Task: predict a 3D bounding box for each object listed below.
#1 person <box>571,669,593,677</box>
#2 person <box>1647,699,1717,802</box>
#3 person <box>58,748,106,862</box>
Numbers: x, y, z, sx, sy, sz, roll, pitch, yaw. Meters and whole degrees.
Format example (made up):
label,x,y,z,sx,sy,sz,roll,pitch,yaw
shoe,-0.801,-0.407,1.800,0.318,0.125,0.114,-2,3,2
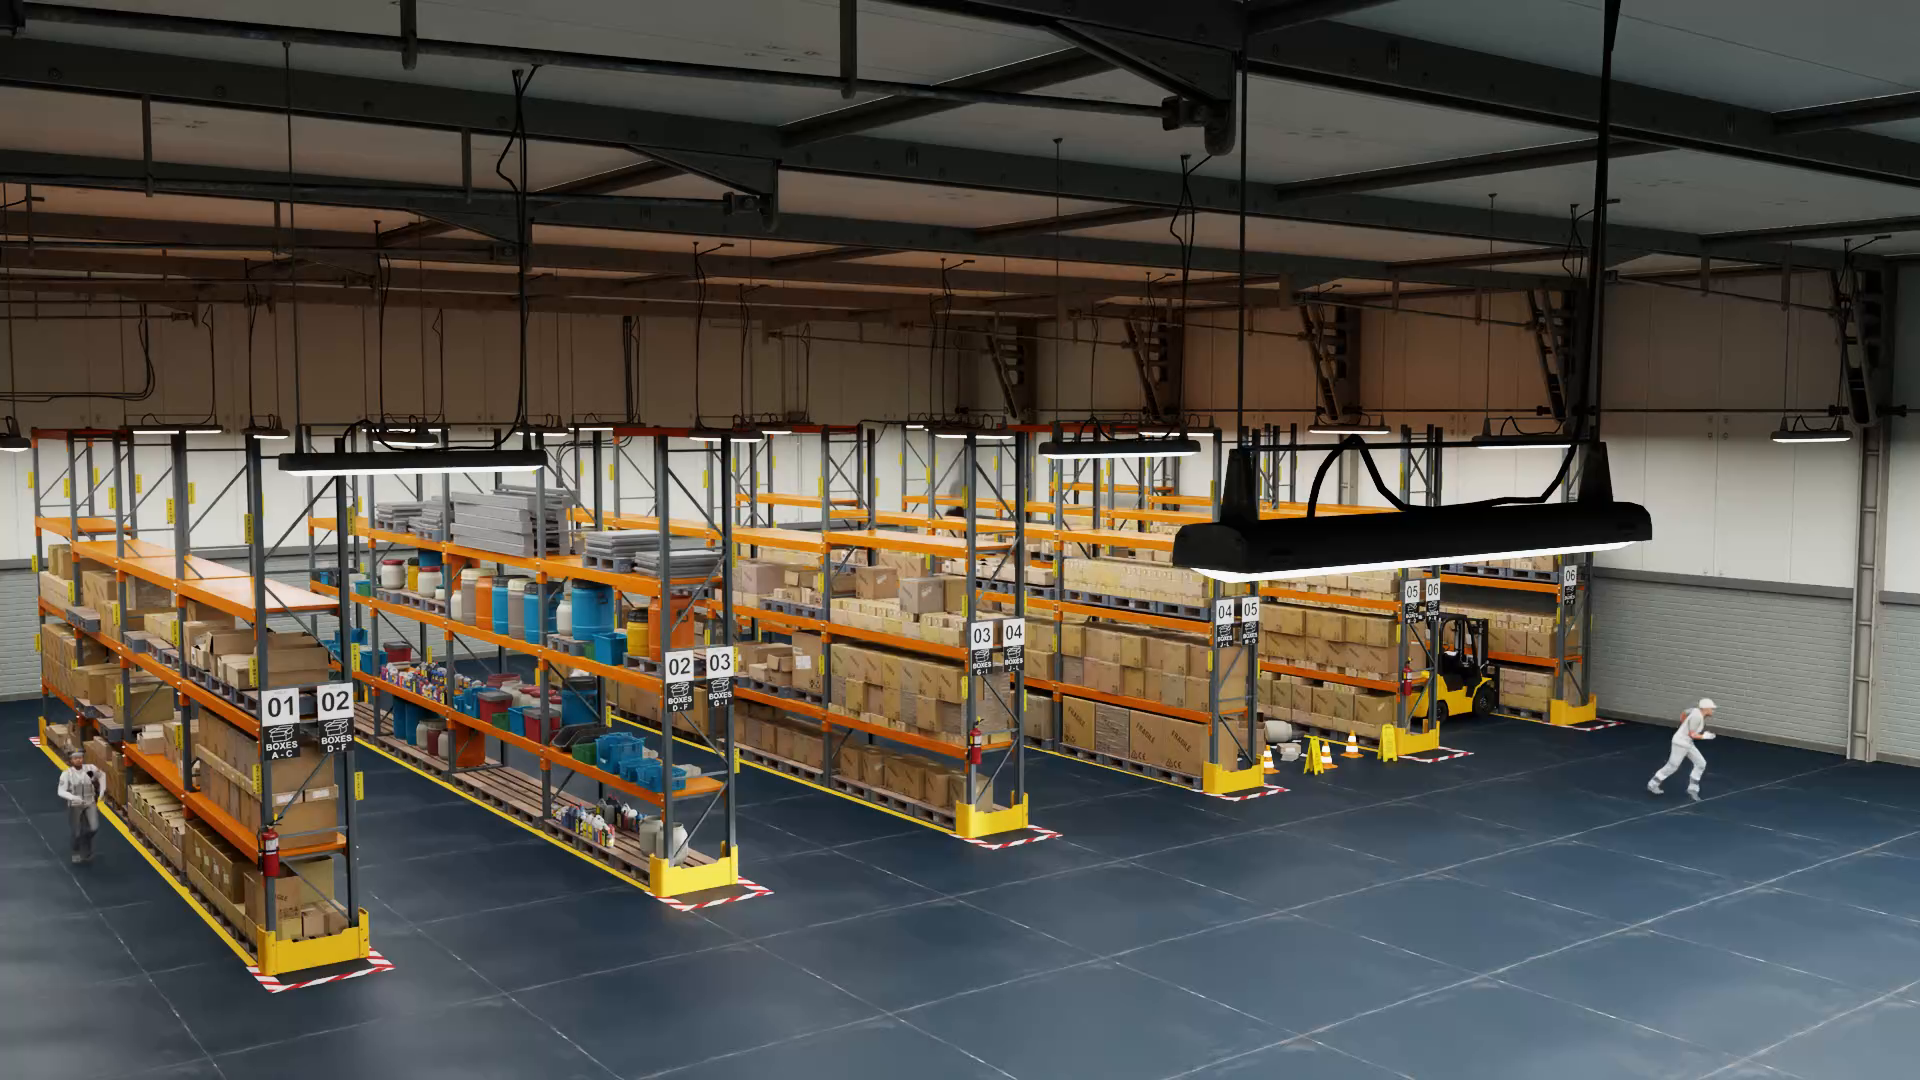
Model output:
label,x,y,z,sx,sy,sz,roll,pitch,yaw
person,-7.230,3.005,31.849,0.589,1.655,0.562,3,6,37
person,11.730,3.399,27.003,1.005,1.719,0.705,2,5,29
person,-12.179,3.682,23.107,0.630,1.652,0.738,-3,5,-35
